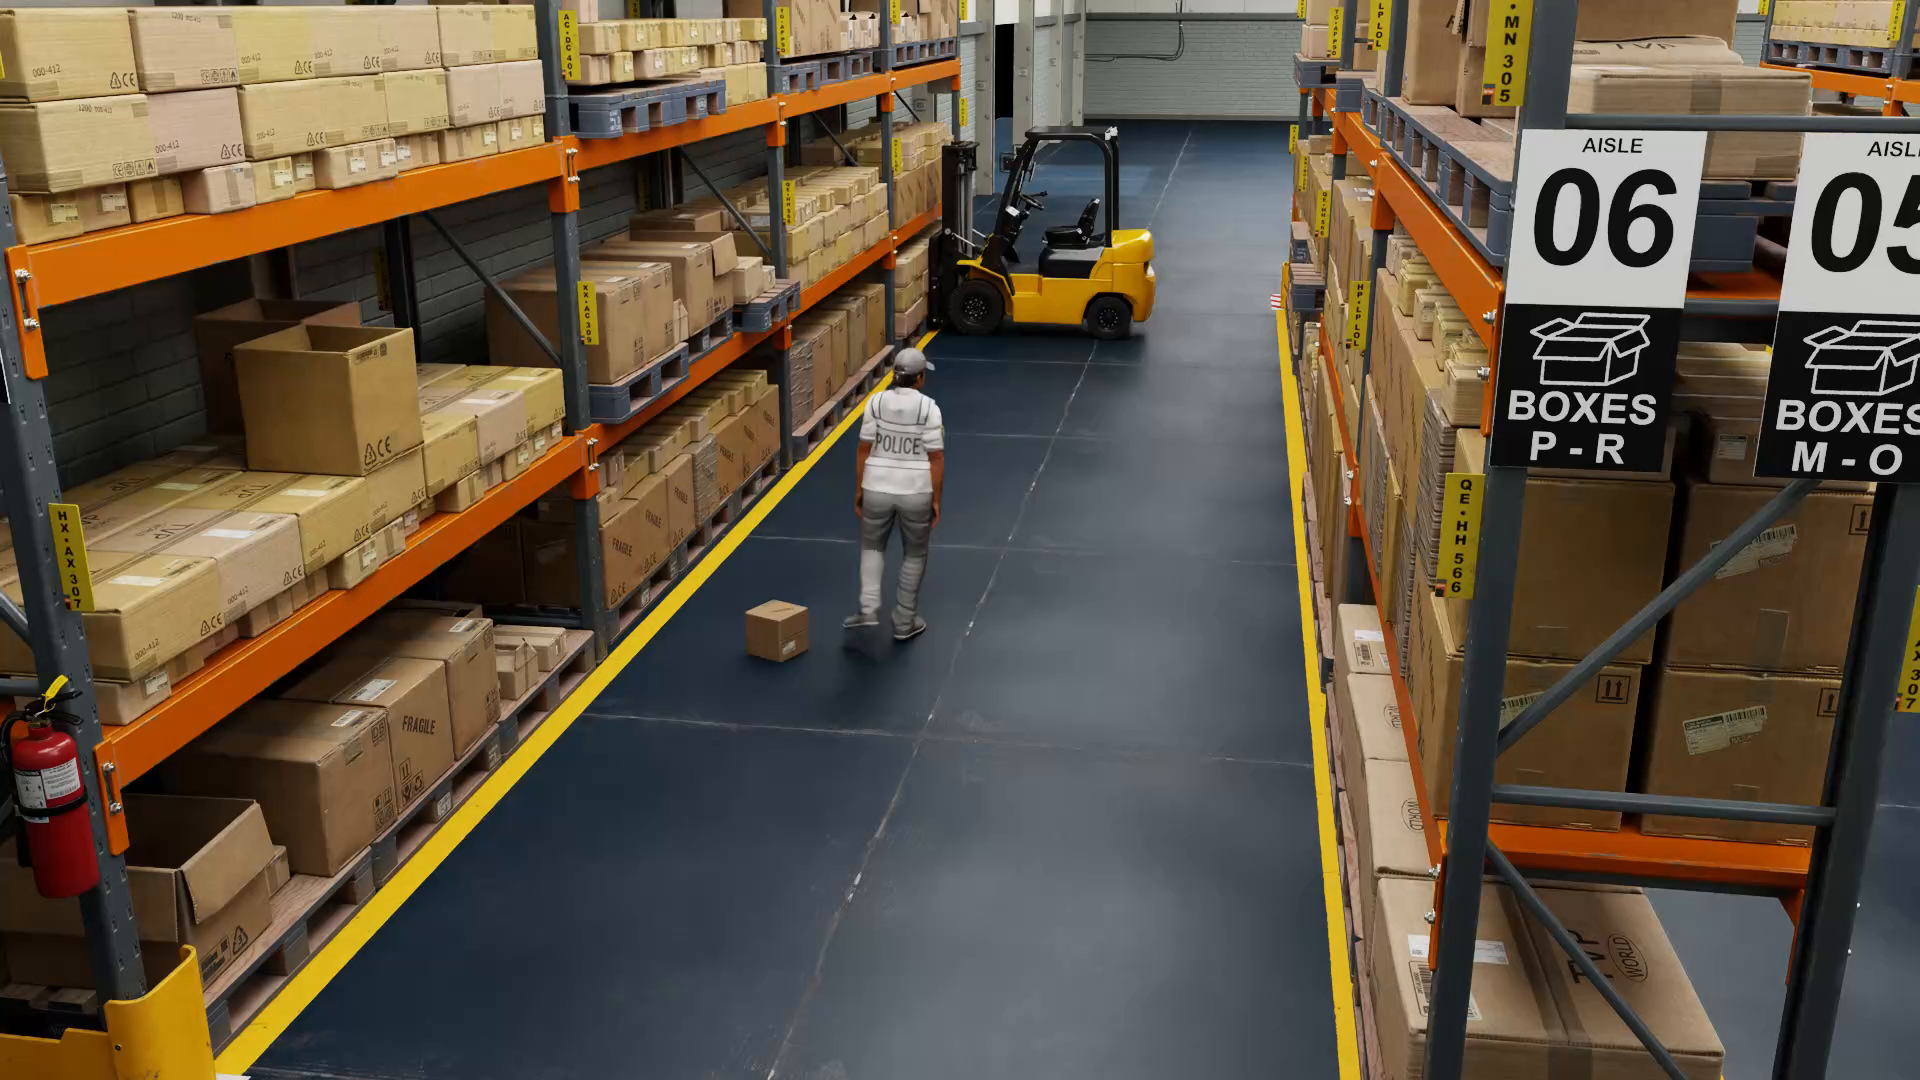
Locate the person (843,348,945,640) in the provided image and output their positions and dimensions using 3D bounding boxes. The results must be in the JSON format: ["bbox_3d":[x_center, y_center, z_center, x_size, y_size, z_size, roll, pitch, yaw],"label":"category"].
[{"bbox_3d":[-0.363,-0.234,9.272,0.559,1.653,0.581,3,18,11],"label":"person"}]
